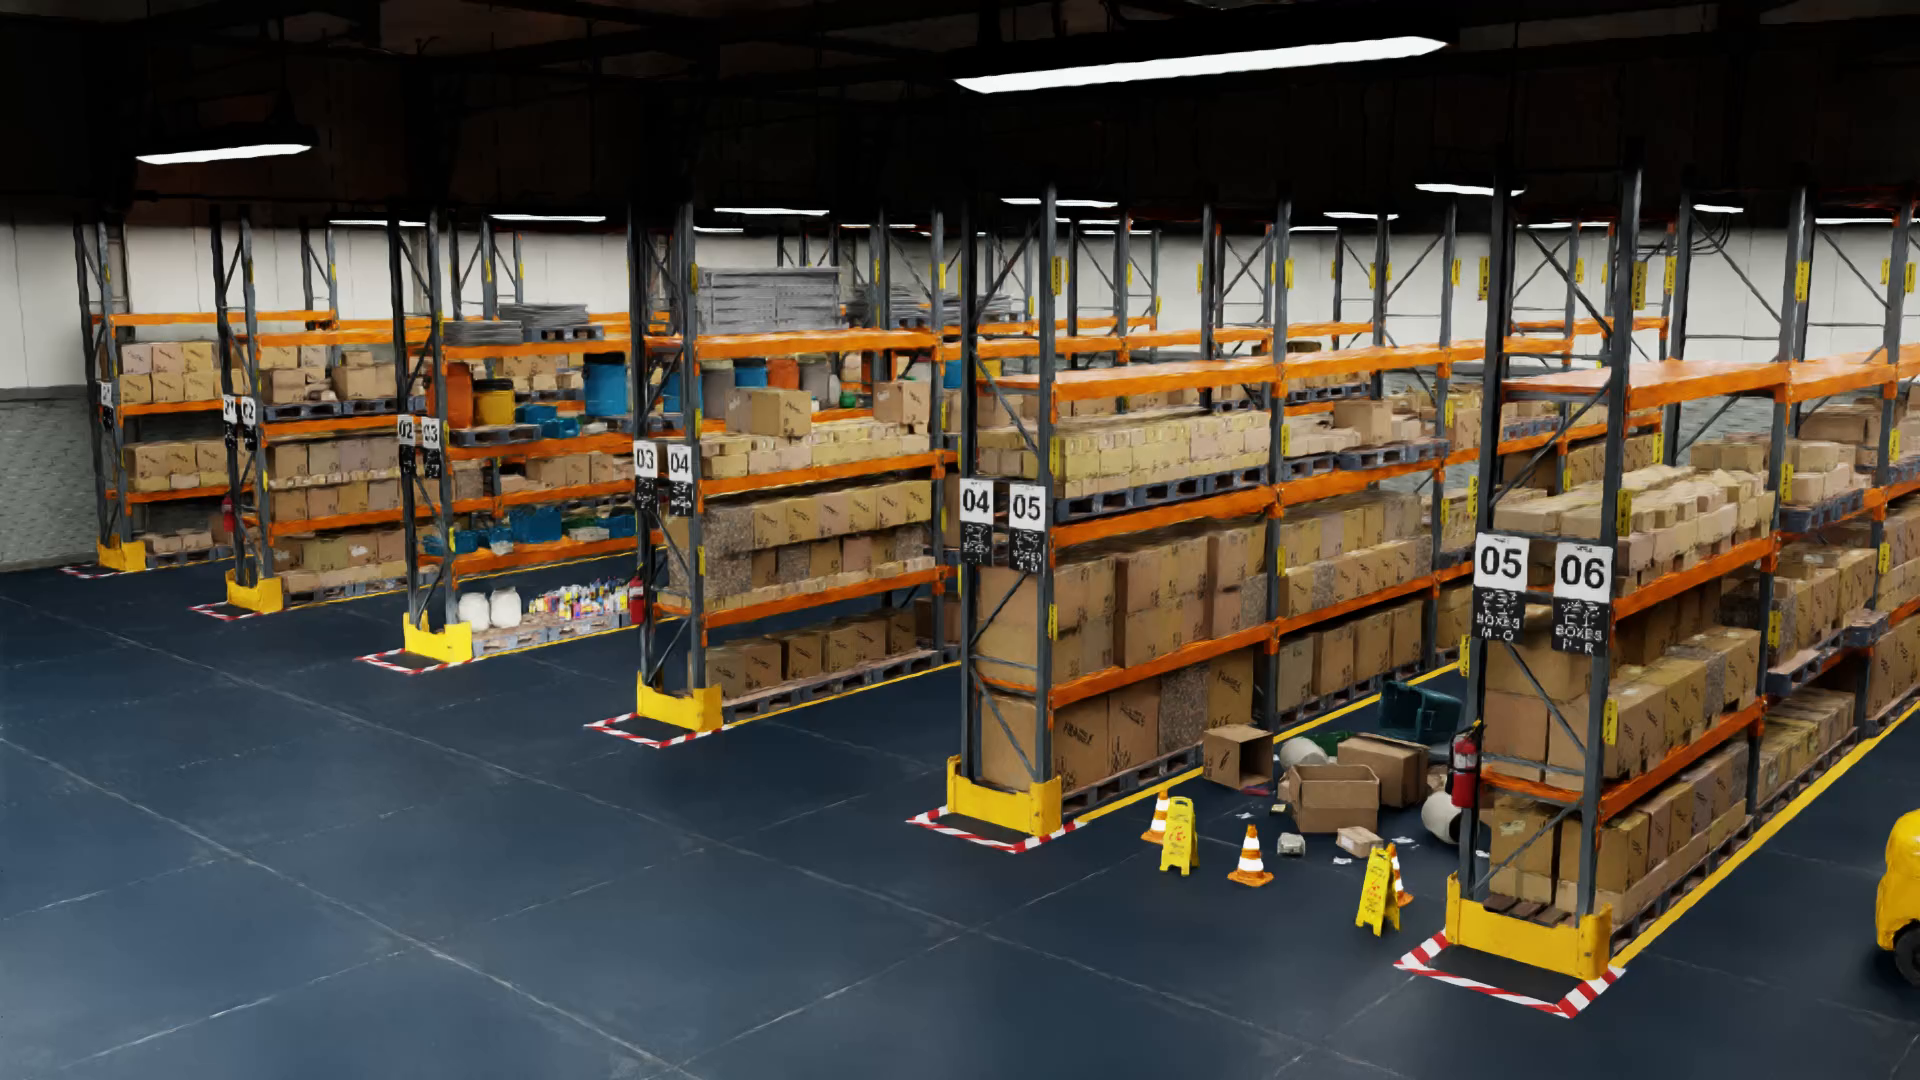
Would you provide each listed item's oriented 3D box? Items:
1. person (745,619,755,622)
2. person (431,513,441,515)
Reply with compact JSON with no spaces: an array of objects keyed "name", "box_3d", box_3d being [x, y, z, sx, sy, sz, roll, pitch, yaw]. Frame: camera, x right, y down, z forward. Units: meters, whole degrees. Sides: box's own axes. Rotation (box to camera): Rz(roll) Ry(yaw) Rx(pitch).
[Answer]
[{"name":"person","box_3d":[-3.002,0.253,22.956,0.699,1.686,0.848,4,10,24]},{"name":"person","box_3d":[-9.673,-0.753,30.490,0.528,1.728,1.032,6,11,32]}]
